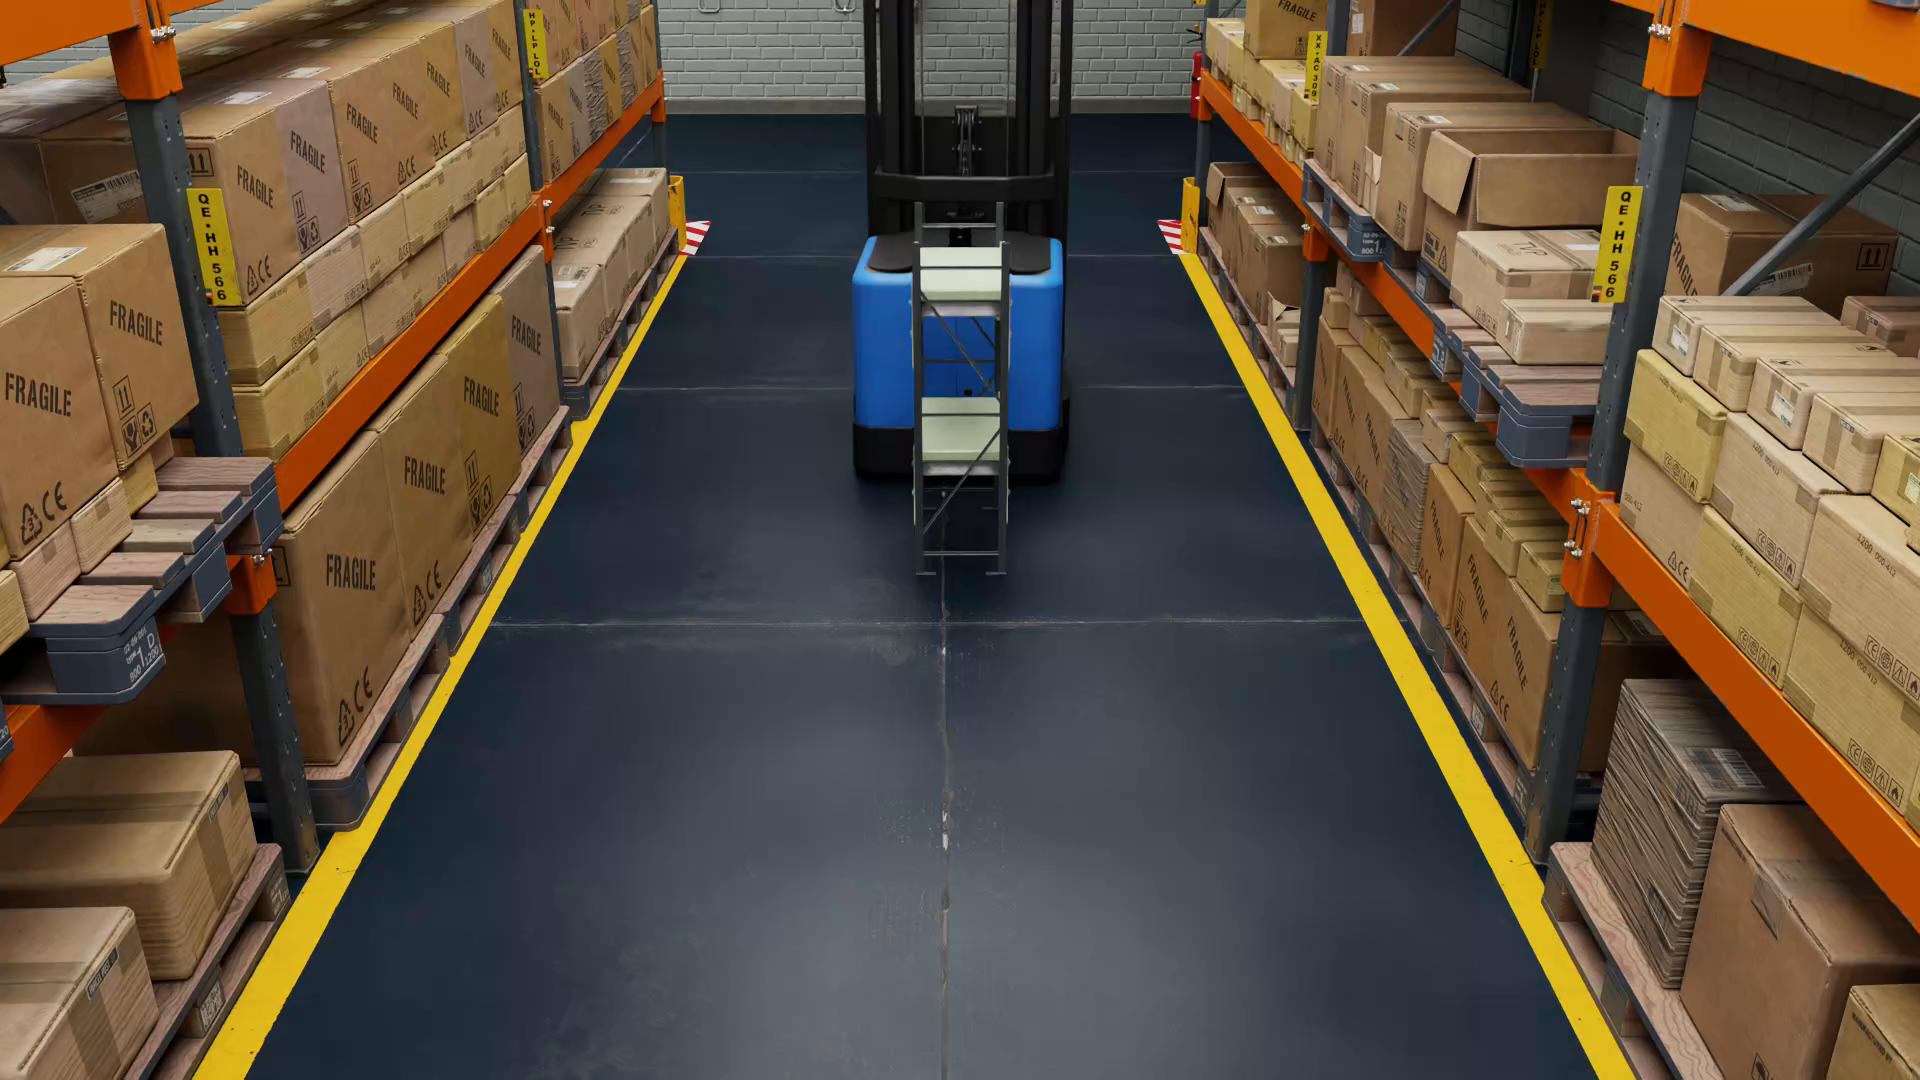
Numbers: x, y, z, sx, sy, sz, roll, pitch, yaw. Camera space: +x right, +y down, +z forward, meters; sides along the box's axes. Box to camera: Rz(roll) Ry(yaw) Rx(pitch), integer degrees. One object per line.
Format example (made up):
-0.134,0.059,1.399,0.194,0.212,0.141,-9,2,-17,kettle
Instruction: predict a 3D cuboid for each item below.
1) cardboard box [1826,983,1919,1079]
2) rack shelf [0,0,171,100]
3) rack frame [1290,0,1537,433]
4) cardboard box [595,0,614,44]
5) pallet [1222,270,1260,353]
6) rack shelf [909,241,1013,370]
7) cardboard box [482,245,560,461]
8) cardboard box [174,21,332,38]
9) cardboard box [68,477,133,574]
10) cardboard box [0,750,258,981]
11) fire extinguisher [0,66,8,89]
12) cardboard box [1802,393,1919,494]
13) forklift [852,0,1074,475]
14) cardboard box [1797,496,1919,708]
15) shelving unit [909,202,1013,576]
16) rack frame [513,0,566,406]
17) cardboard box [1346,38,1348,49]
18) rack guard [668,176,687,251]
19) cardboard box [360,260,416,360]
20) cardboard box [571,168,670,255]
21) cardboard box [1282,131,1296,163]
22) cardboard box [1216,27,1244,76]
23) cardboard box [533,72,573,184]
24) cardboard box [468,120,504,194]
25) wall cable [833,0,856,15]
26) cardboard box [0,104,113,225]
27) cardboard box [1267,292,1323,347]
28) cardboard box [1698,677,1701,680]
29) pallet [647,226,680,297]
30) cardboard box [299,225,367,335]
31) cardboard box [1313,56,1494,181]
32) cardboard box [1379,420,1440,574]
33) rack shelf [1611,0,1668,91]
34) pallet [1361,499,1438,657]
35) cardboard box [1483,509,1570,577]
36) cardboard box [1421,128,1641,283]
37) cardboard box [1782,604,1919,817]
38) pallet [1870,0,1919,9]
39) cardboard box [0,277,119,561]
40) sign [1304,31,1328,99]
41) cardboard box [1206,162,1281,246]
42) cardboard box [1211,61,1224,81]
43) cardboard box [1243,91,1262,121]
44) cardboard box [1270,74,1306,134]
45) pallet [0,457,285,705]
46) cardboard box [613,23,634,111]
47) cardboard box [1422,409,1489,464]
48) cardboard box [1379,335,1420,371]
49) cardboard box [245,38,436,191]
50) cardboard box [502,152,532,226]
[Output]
2.380,1.364,3.467,0.875,0.625,0.625,-1,24,-3,cardboard box
-2.578,-0.522,2.496,1.077,0.370,4.000,0,24,-1,rack shelf
2.320,-1.979,8.485,1.000,3.000,0.127,0,24,-1,rack frame
-2.403,-3.281,10.029,0.500,0.500,0.500,0,24,-1,cardboard box
2.298,-1.495,10.800,1.003,0.211,1.213,0,24,-1,pallet
0.000,-1.036,7.274,0.431,0.370,0.720,0,24,-1,rack shelf
-2.556,-0.923,8.220,0.875,0.875,0.875,0,24,1,cardboard box
-2.890,-1.857,6.882,0.500,0.500,0.500,-1,24,-2,cardboard box
-2.238,-0.036,3.985,0.380,0.149,0.250,0,24,-1,cardboard box
-2.603,0.932,4.728,0.950,0.372,0.625,-2,24,-4,cardboard box
-7.177,-3.440,12.263,0.296,0.674,0.183,0,24,-1,fire extinguisher
2.121,-0.216,3.678,0.380,0.149,0.250,0,24,0,cardboard box
0.056,-2.223,9.109,1.130,2.935,3.031,1,24,3,forklift
2.116,0.116,3.429,0.500,0.250,0.500,-1,24,-2,cardboard box
0.000,-0.681,7.435,0.431,1.500,0.755,0,24,-1,shelving unit
-2.643,-1.955,8.433,1.000,3.000,0.127,0,24,-1,rack frame
2.552,-3.089,10.762,0.500,0.250,0.500,1,24,1,cardboard box
-2.687,-2.474,12.614,1.175,0.500,0.348,0,24,-1,rack guard
-2.376,-0.869,6.213,0.500,0.250,0.500,1,24,1,cardboard box
-2.580,-2.356,11.918,0.875,0.438,0.875,-1,24,-2,cardboard box
2.013,-2.209,9.299,0.380,0.149,0.250,0,24,1,cardboard box
2.018,-3.298,11.224,0.500,0.250,0.500,0,24,0,cardboard box
-2.386,-2.195,8.842,0.500,0.500,0.500,1,24,1,cardboard box
-2.382,-1.728,7.506,0.500,0.250,0.500,0,24,1,cardboard box
-1.354,-6.401,17.030,0.588,1.984,0.122,0,24,-1,wall cable
-2.867,-1.020,5.030,0.500,0.500,0.500,-1,24,-2,cardboard box
2.017,-1.300,9.792,0.396,0.266,0.258,1,24,1,cardboard box
2.640,0.442,5.656,0.500,0.500,0.500,1,24,1,cardboard box
-2.600,-2.004,11.924,1.003,0.211,1.213,0,24,-1,pallet
-2.363,-0.889,5.651,0.500,0.250,0.500,0,24,1,cardboard box
2.102,-2.015,7.935,0.700,0.500,0.500,0,24,1,cardboard box
2.117,-0.192,7.059,0.500,0.500,0.500,-1,24,-2,cardboard box
2.342,-2.194,6.193,1.077,0.370,4.000,0,24,-1,rack shelf
2.383,0.131,7.205,1.003,0.211,1.213,0,24,-1,pallet
2.071,0.007,5.832,0.380,0.149,0.250,-1,24,-3,cardboard box
2.161,-1.241,6.219,0.797,0.503,0.637,-1,24,-2,cardboard box
2.138,0.341,3.538,0.500,0.250,0.500,-1,24,-2,cardboard box
2.461,-1.332,3.644,1.213,0.211,1.003,1,24,2,pallet
-2.300,-0.280,3.738,0.500,0.500,0.500,-1,24,-1,cardboard box
1.778,-2.368,8.295,0.100,0.325,0.005,0,24,-1,sign
2.189,-2.429,11.999,0.797,0.503,0.637,-1,24,-3,cardboard box
2.006,-3.376,11.879,0.380,0.149,0.250,0,24,-1,cardboard box
1.993,-2.737,10.465,0.380,0.149,0.250,0,24,1,cardboard box
2.050,-2.461,9.373,0.500,0.250,0.500,0,24,0,cardboard box
-2.485,0.074,4.180,1.213,0.211,1.003,0,24,-1,pallet
-2.411,-3.032,10.694,0.500,0.500,0.500,0,24,1,cardboard box
2.119,-0.427,6.792,0.380,0.149,0.250,-1,24,-3,cardboard box
2.169,-0.845,7.716,0.380,0.149,0.250,-1,24,-1,cardboard box
-2.368,-1.638,6.397,0.500,0.500,0.500,0,24,0,cardboard box
-2.386,-1.703,8.057,0.500,0.250,0.500,-1,24,-2,cardboard box
